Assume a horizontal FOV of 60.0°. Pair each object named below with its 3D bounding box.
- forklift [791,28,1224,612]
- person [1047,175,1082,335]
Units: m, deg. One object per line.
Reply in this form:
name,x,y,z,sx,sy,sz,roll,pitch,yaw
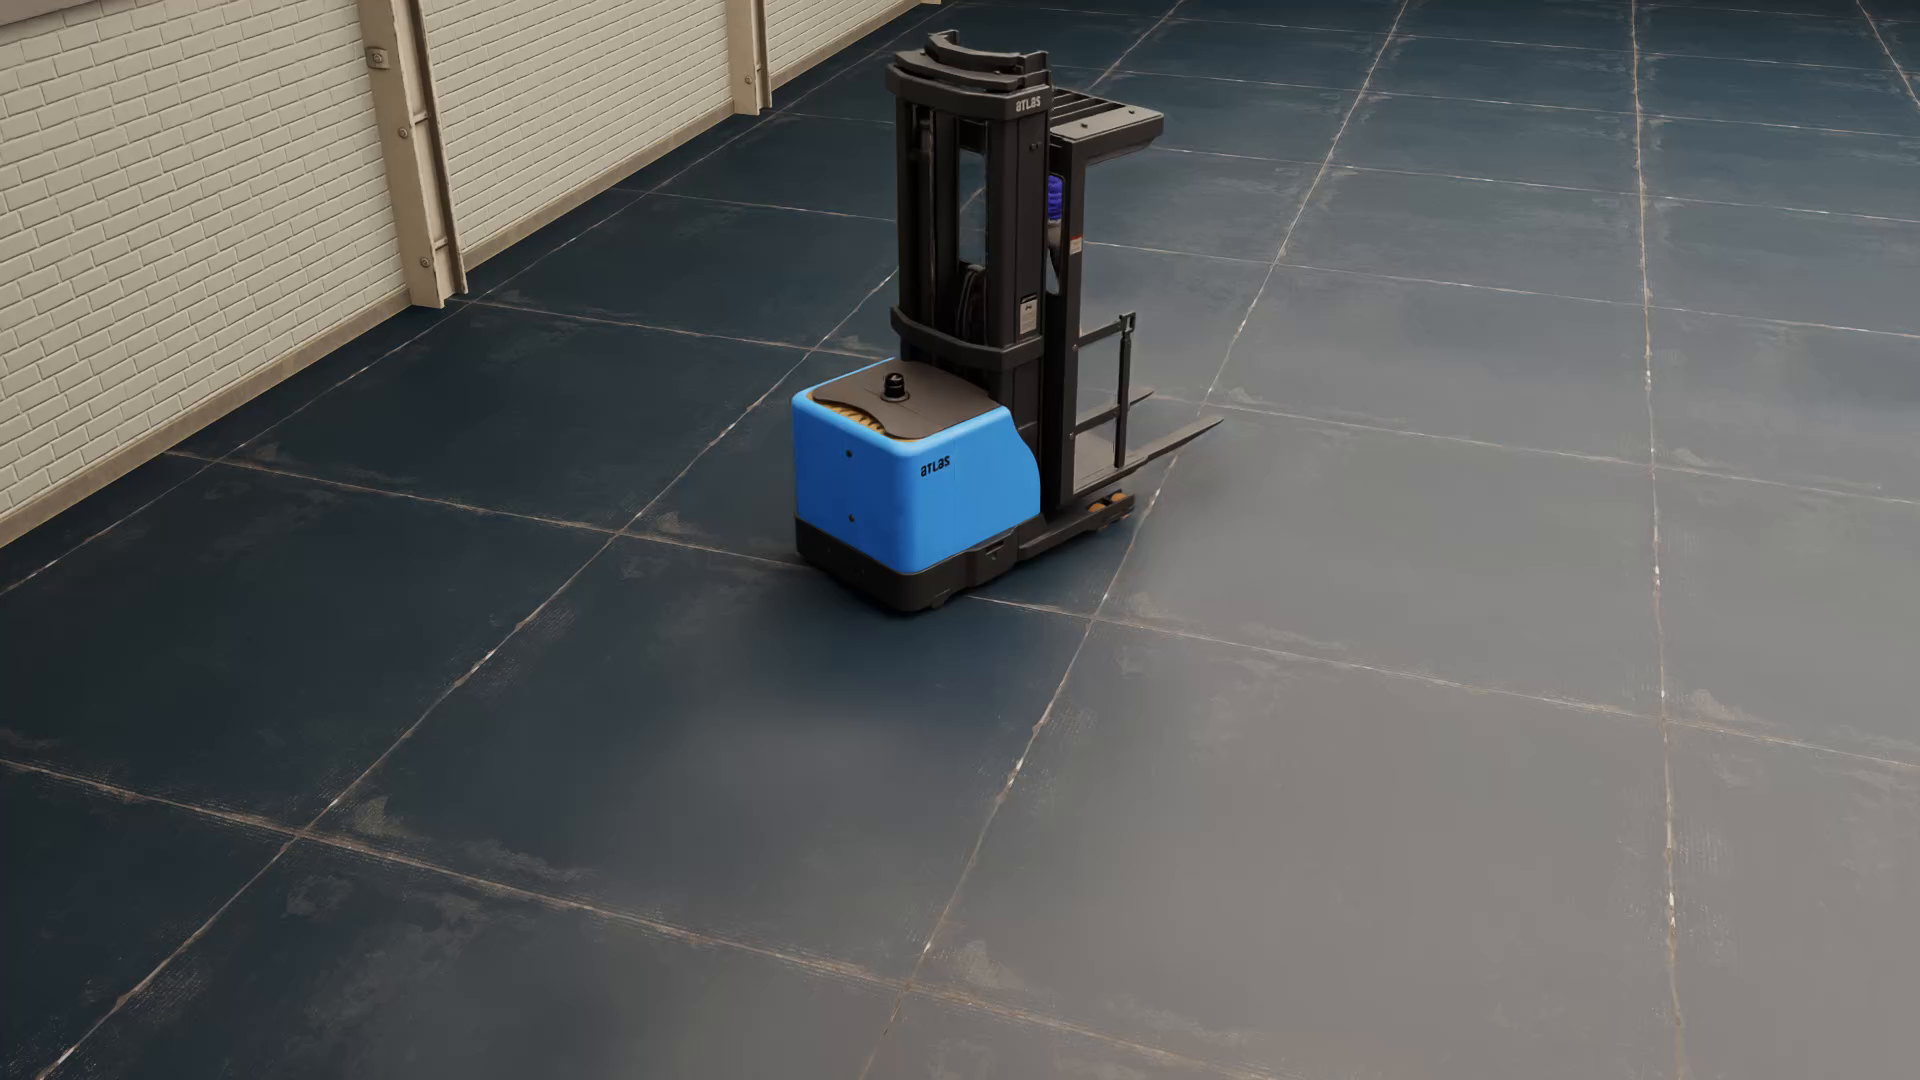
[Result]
forklift,0.440,-1.496,9.761,3.031,2.935,1.130,-25,38,-37
person,0.669,-2.271,12.414,0.519,1.653,0.351,5,30,9
